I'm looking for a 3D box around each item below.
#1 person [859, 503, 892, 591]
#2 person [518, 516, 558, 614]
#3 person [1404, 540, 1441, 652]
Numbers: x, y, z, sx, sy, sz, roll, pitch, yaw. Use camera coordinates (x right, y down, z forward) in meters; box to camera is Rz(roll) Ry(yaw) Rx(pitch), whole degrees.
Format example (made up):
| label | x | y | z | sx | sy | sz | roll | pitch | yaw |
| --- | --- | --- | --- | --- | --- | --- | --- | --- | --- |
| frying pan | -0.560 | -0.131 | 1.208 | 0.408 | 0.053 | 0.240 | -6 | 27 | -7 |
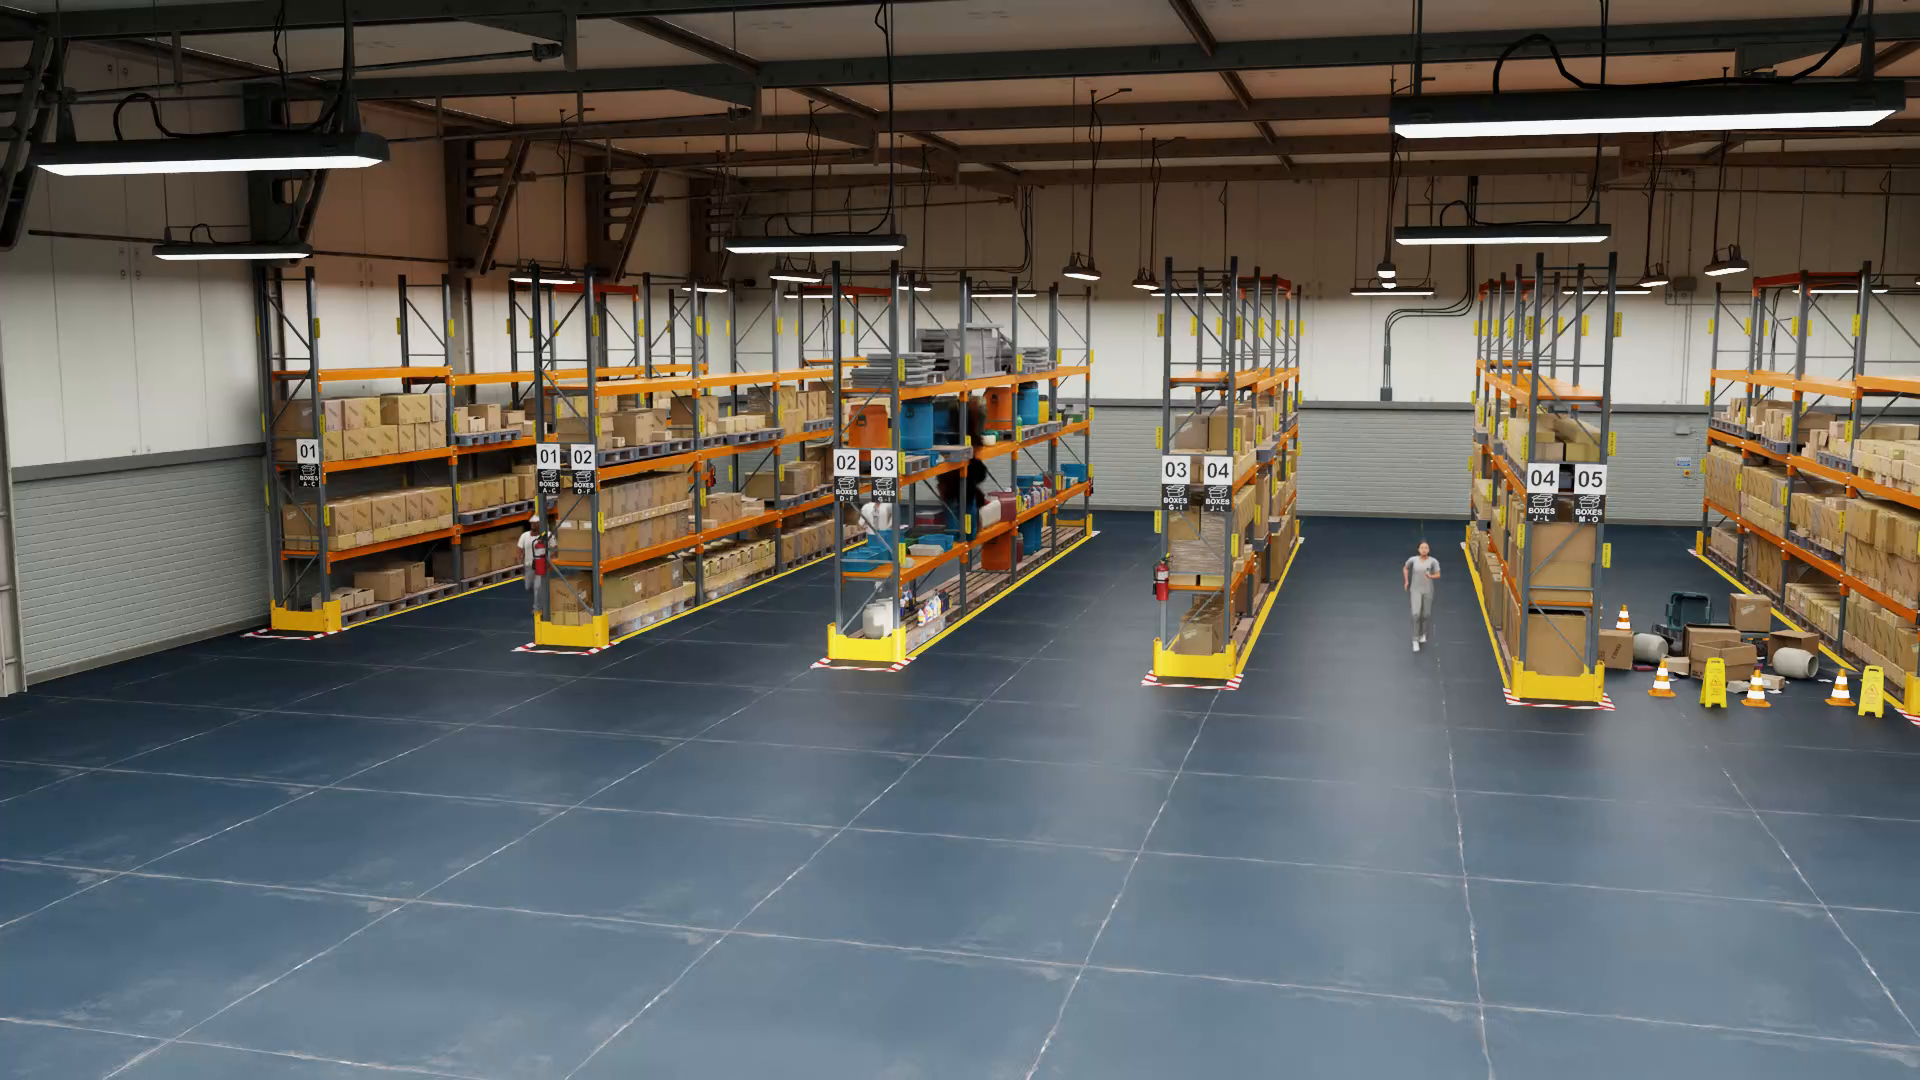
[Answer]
| label | x | y | z | sx | sy | sz | roll | pitch | yaw |
| --- | --- | --- | --- | --- | --- | --- | --- | --- | --- |
| person | -1.505 | -0.012 | 30.251 | 0.673 | 1.824 | 0.972 | 1 | 7 | 9 |
| person | -7.461 | 0.427 | 29.351 | 0.704 | 1.725 | 0.668 | 0 | 7 | 1 |
| person | 7.260 | 0.850 | 26.147 | 0.543 | 1.710 | 0.840 | 1 | 7 | 11 |
